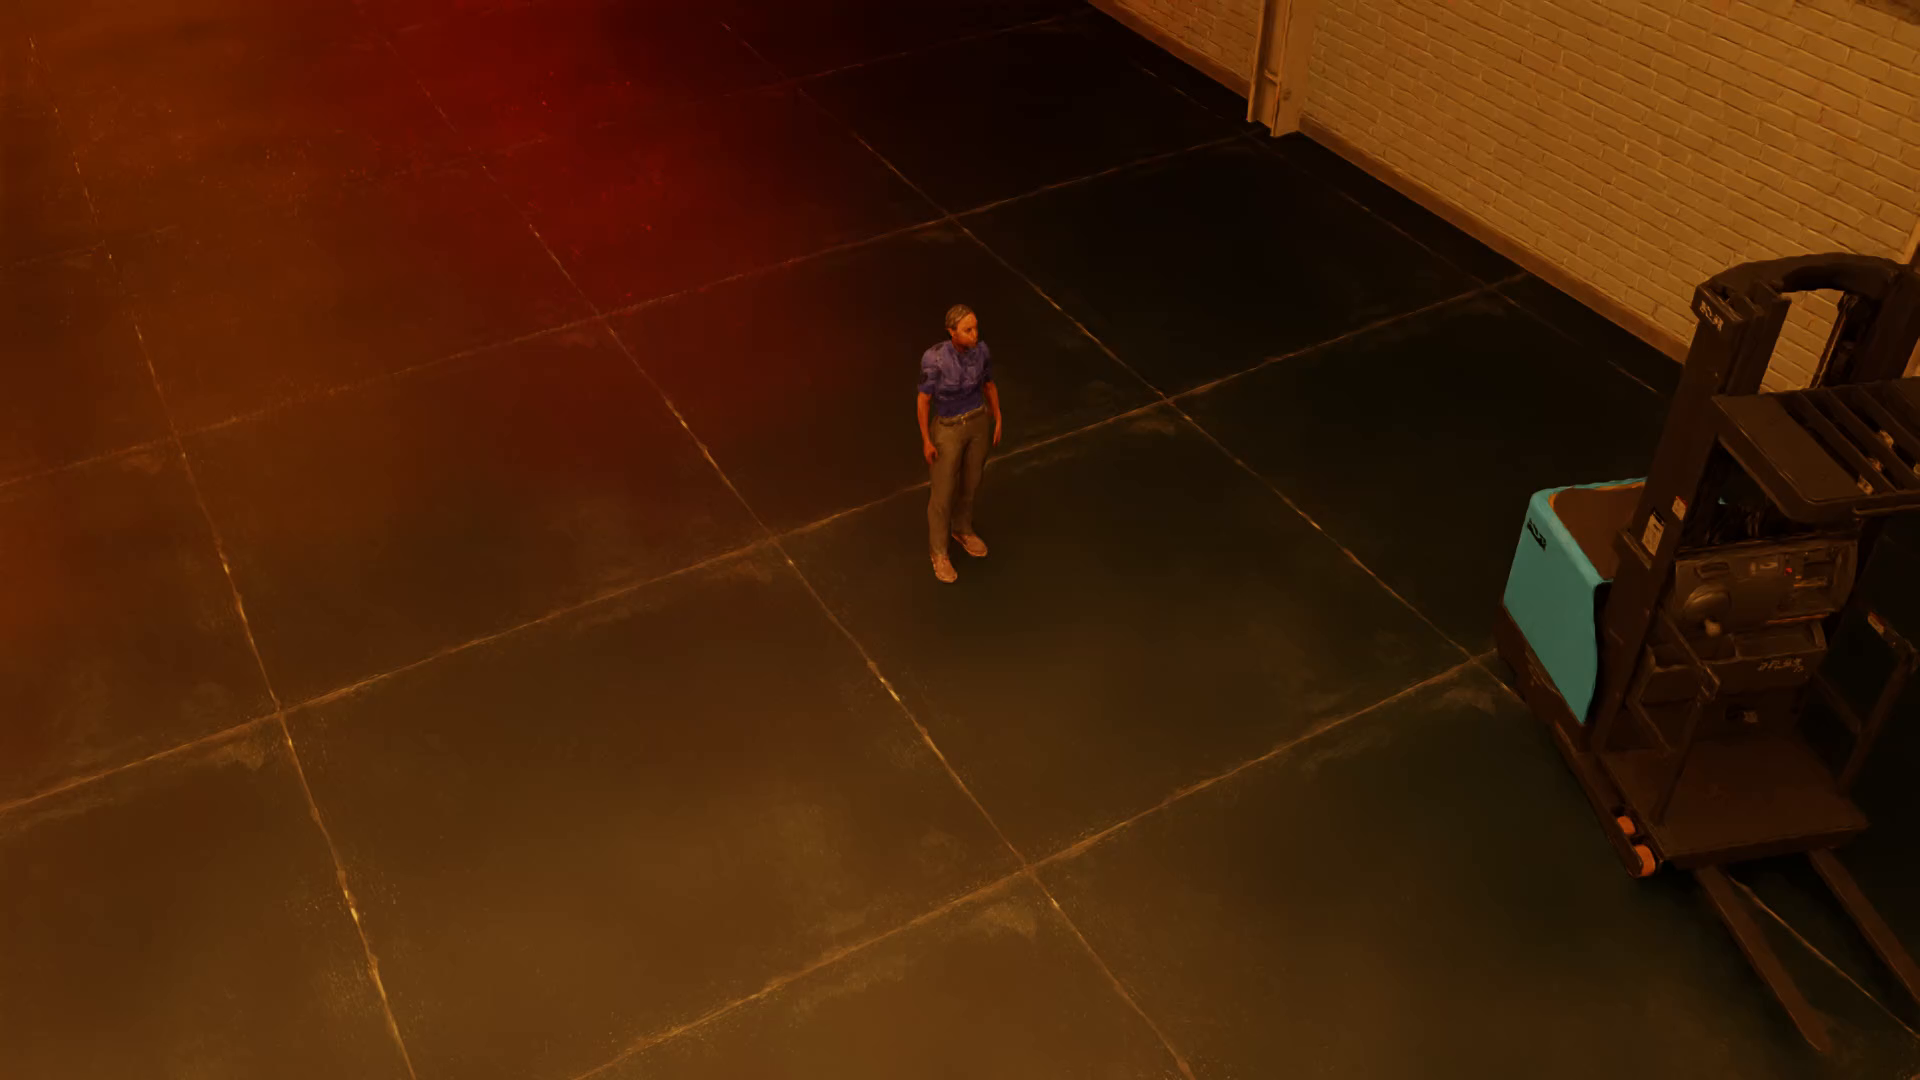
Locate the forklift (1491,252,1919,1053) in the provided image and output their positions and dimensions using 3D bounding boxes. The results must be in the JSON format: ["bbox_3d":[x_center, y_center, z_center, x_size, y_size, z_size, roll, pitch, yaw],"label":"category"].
[{"bbox_3d":[3.828,0.299,7.676,1.130,2.935,3.031,-7,40,-8],"label":"forklift"}]

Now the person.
[{"bbox_3d":[0.027,-0.588,9.733,0.570,1.654,0.503,-20,44,-23],"label":"person"}]
